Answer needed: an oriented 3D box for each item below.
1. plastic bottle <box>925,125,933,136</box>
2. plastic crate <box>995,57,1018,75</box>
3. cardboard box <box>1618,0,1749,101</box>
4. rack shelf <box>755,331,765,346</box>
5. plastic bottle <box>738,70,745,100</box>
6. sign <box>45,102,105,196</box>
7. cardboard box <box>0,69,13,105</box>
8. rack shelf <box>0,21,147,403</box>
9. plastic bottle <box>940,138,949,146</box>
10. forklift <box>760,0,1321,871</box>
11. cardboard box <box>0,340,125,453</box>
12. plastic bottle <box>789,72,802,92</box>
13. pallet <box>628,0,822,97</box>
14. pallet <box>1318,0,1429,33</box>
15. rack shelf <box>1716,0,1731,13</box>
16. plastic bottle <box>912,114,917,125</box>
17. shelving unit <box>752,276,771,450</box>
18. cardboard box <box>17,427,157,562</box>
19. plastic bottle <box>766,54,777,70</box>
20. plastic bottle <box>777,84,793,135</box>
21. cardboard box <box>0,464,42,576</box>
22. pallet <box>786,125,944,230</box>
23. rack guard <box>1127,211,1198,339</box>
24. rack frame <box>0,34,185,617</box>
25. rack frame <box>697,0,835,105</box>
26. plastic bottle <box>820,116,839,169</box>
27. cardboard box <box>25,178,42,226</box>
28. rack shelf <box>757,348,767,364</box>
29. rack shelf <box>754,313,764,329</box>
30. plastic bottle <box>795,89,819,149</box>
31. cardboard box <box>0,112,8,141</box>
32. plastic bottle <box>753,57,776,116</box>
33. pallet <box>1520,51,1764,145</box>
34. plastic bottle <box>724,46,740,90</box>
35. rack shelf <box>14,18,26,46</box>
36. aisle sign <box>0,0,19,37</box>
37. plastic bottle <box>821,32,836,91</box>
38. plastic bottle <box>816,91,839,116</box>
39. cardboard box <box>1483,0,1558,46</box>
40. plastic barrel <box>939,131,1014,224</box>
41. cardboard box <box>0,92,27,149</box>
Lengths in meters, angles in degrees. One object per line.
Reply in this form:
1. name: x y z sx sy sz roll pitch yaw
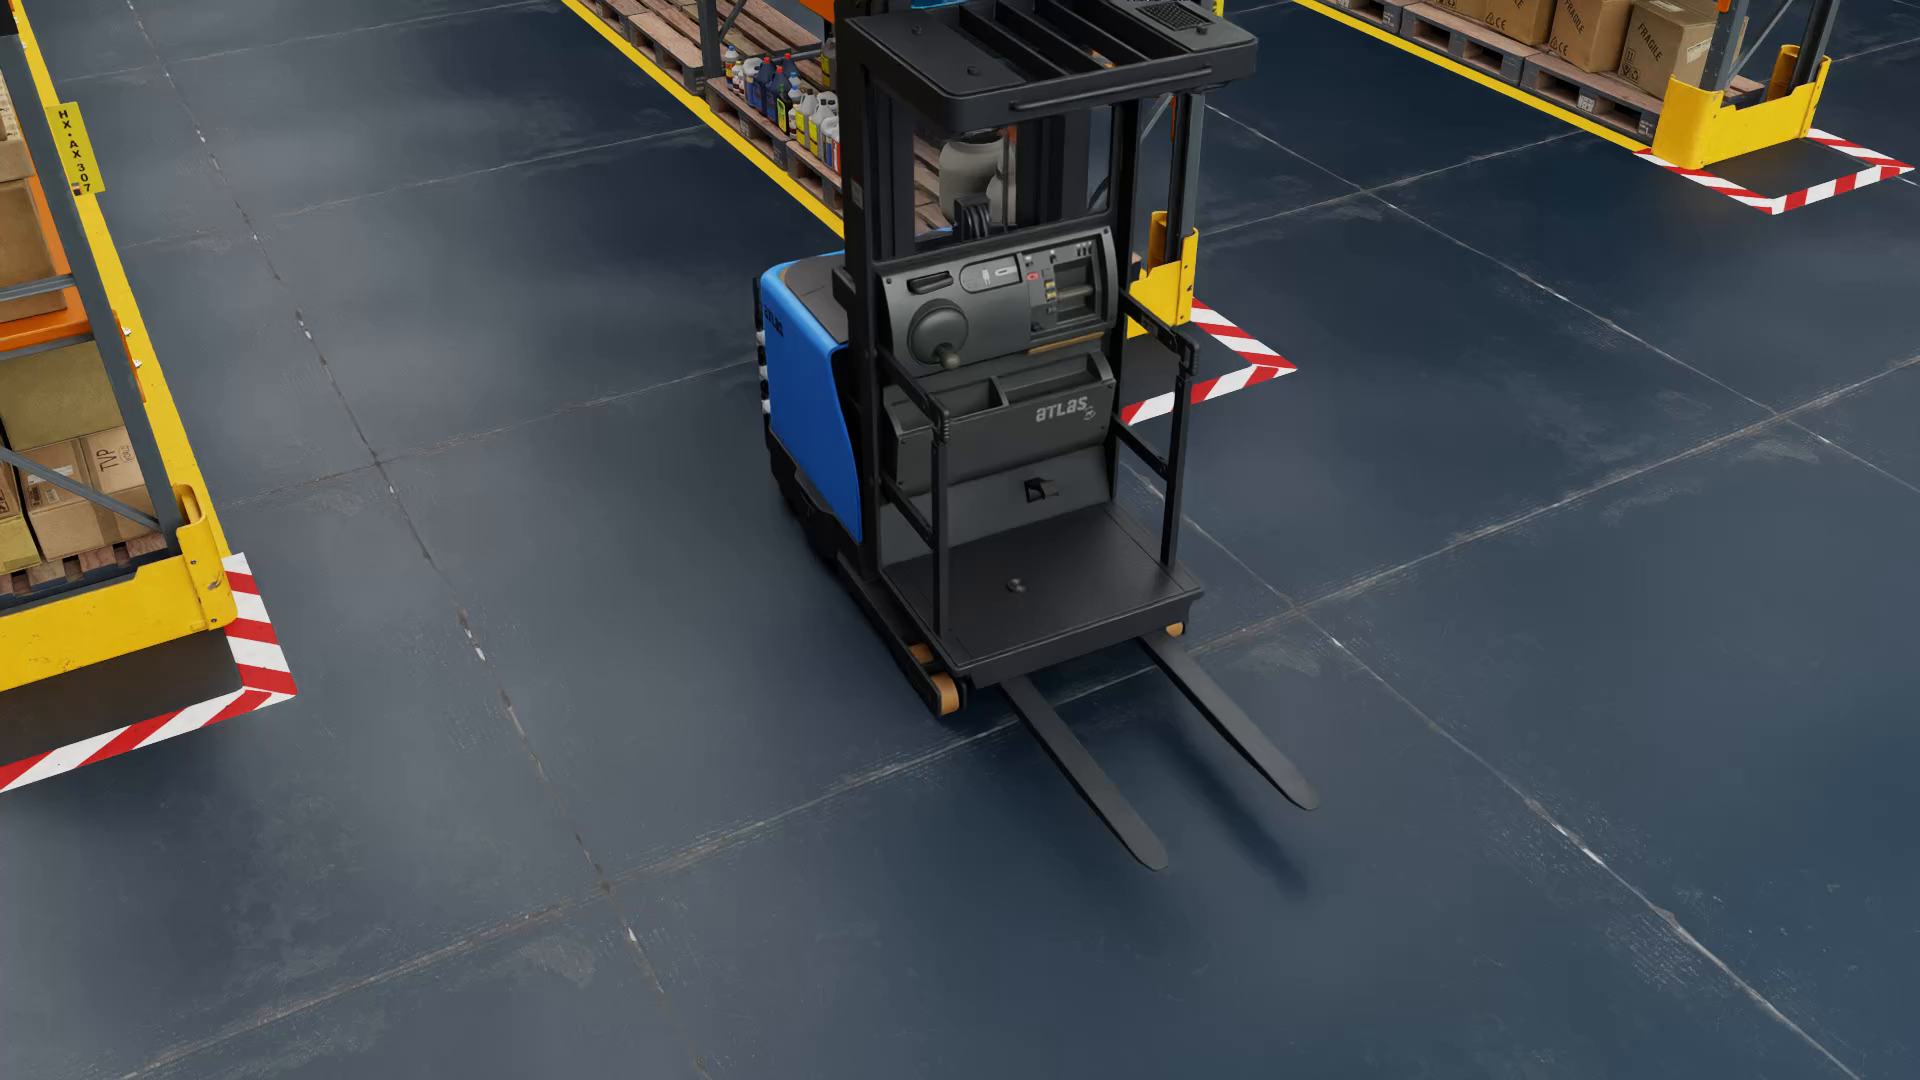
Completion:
1. plastic bottle: -0.173 -2.615 10.287 0.097 0.201 0.097 0 36 0
2. plastic crate: 0.231 -2.380 8.092 0.499 0.251 0.616 -19 40 -24
3. cardboard box: 4.724 -3.225 10.886 0.500 0.500 0.500 -12 38 -16
4. rack shelf: -0.758 -0.889 7.456 0.258 0.077 0.200 -18 40 -23
5. plastic bottle: -1.385 -2.965 10.766 0.097 0.201 0.097 0 36 0
6. sign: -3.061 -1.351 5.756 0.100 0.325 0.005 -19 40 -24
7. cardboard box: -3.939 -1.765 6.489 0.380 0.149 0.250 -20 40 -25
8. rack shelf: -4.548 -1.538 7.422 1.077 0.370 4.000 -19 40 -24
9. plastic bottle: -0.073 -2.542 10.127 0.097 0.271 0.097 0 36 0
10. forklift: 0.252 -0.815 5.881 1.130 2.935 3.031 -16 39 -21
11. cardboard box: -3.874 -0.764 7.092 0.500 0.500 0.500 -19 40 -24
12. plastic bottle: -1.045 -2.817 10.504 0.097 0.271 0.097 0 36 0
13. pallet: -1.697 -3.577 11.968 1.003 0.211 1.213 -19 40 -24
14. pallet: 3.382 -4.323 12.991 1.003 0.211 1.213 -19 40 -24
15. rack shelf: 4.019 -4.471 11.438 1.077 0.370 4.000 -19 40 -24
16. plastic bottle: -0.276 -2.720 10.430 0.097 0.201 0.097 0 36 0
17. shelving unit: -0.758 -0.771 7.543 0.258 0.900 0.210 -18 40 -23
18. cardboard box: -3.621 -0.207 6.965 0.500 0.250 0.500 -19 40 -24
19. plastic bottle: -1.210 -2.977 10.713 0.061 0.283 0.133 -19 40 -24
20. plastic bottle: -1.080 -2.667 10.289 0.061 0.283 0.133 -17 39 -22
21. cardboard box: -4.068 -0.053 6.755 0.500 0.250 0.500 -19 40 -24
22. pallet: -0.350 -2.210 10.097 1.003 0.211 1.213 -19 40 -24
23. rack guard: 0.662 -1.289 8.591 1.175 0.500 0.348 -19 40 -24
24. rack frame: -3.544 -0.808 5.813 1.000 3.000 0.127 -19 40 -24
25. rack frame: -1.269 -4.314 10.613 1.000 3.000 0.127 -19 40 -24
26. plastic bottle: -0.733 -2.366 9.882 0.152 0.276 0.135 -20 41 -25
27. cardboard box: -4.035 -1.357 6.480 0.700 0.500 0.500 -18 40 -23
28. rack shelf: -0.758 -0.817 7.509 0.258 0.077 0.200 -18 40 -23
29. rack shelf: -0.758 -0.962 7.403 0.258 0.077 0.200 -18 40 -23
30. plastic bottle: -0.913 -2.574 10.104 0.144 0.351 0.185 -19 40 -24
31. cardboard box: -3.794 -1.641 5.769 0.700 0.500 0.500 -19 40 -24
32. plastic bottle: -1.222 -2.887 10.533 0.144 0.351 0.185 -18 40 -23
33. pallet: 4.608 -3.079 11.287 1.003 0.211 1.213 -19 40 -24
34. plastic bottle: -1.487 -3.097 10.888 0.097 0.271 0.097 0 36 0
35. rack shelf: -6.558 -3.577 10.215 1.077 0.370 4.000 -19 40 -24
36. aisle sign: -3.246 -1.915 5.125 0.394 0.787 0.004 -19 40 -24
37. plastic bottle: -0.820 -3.136 10.873 0.144 0.351 0.185 -19 40 -24
38. plastic bottle: -0.798 -2.601 10.204 0.152 0.276 0.135 -19 40 -24
39. cardboard box: 4.096 -3.845 11.734 0.500 0.500 0.500 -15 39 -20
40. plastic barrel: 0.093 -2.007 9.209 0.421 0.512 0.421 0 36 0
41. cardboard box: -3.690 -1.508 6.137 0.380 0.149 0.250 -20 41 -25
